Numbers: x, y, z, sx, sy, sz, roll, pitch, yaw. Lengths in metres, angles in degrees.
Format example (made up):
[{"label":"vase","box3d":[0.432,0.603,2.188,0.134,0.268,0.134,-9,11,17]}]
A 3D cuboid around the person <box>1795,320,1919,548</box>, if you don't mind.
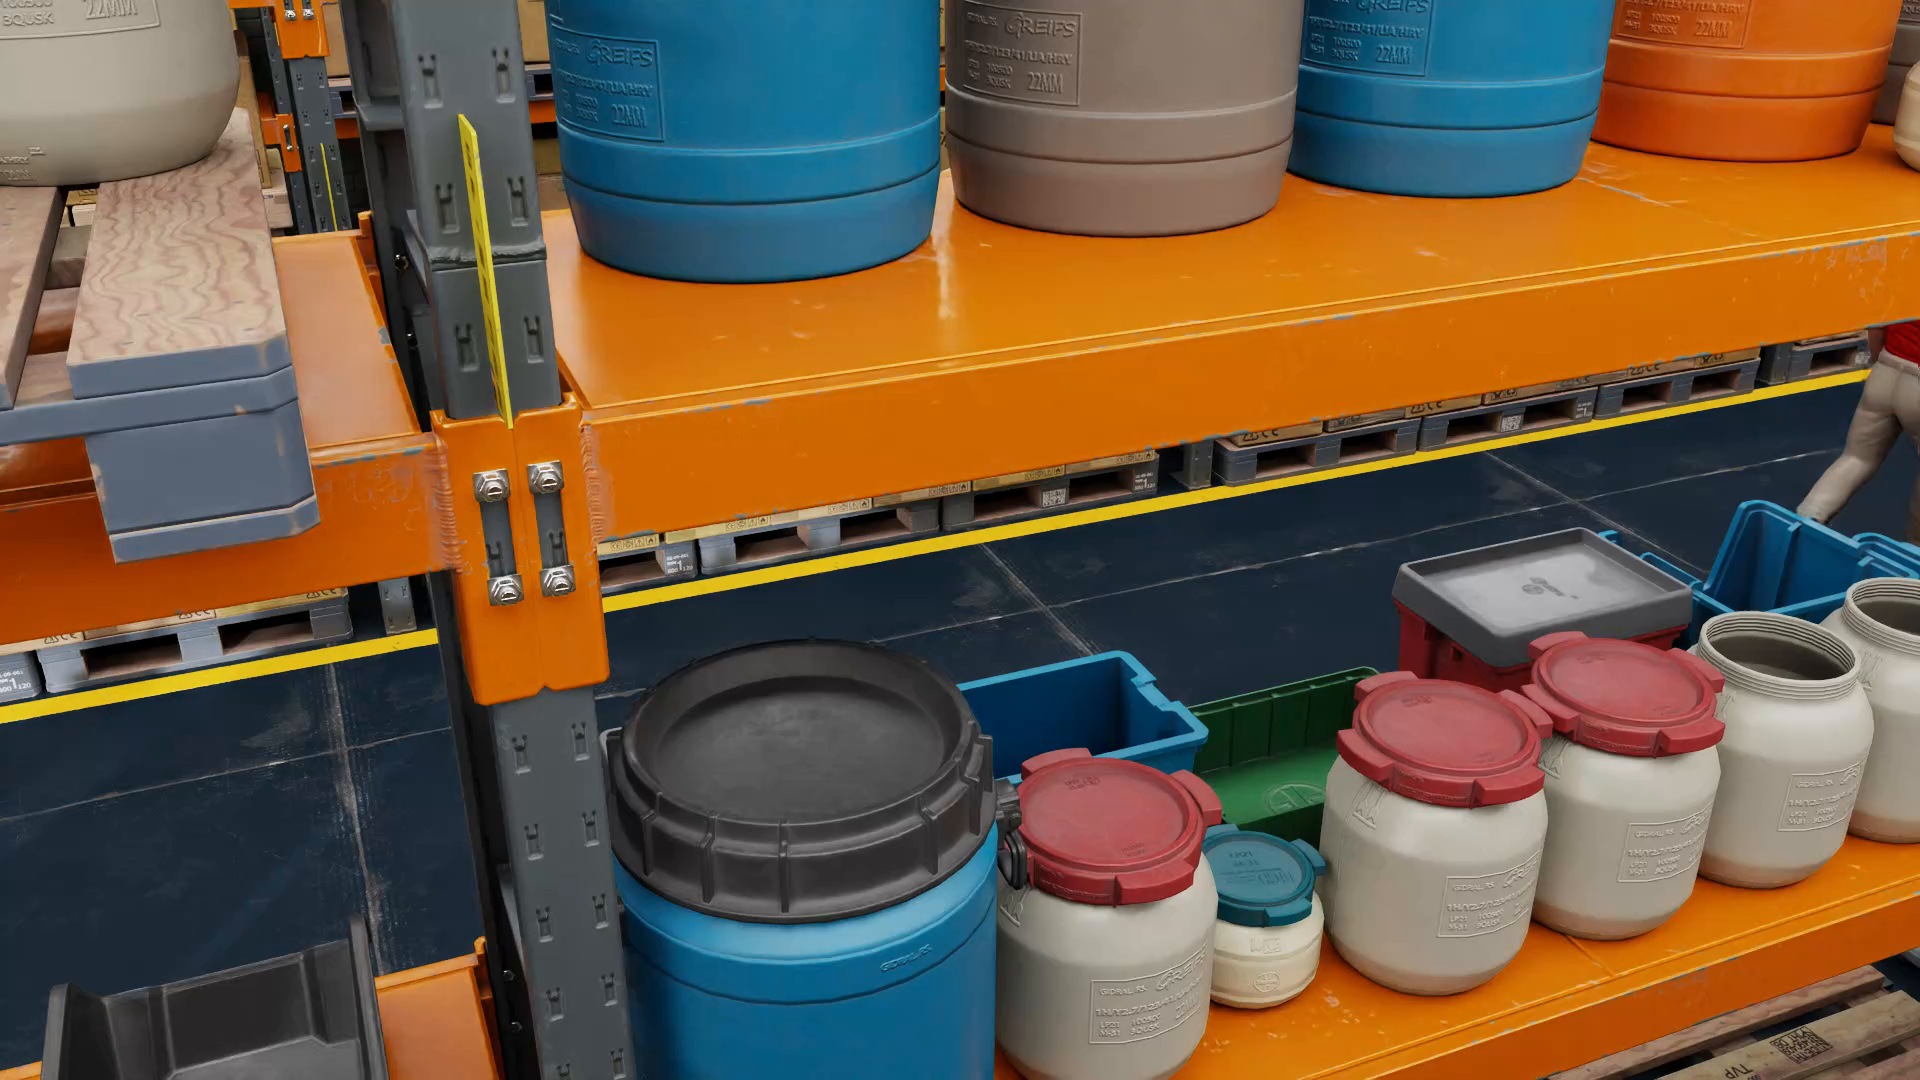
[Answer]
[{"label":"person","box3d":[4.307,-0.681,7.536,1.003,1.678,0.553,-11,28,-22]}]
